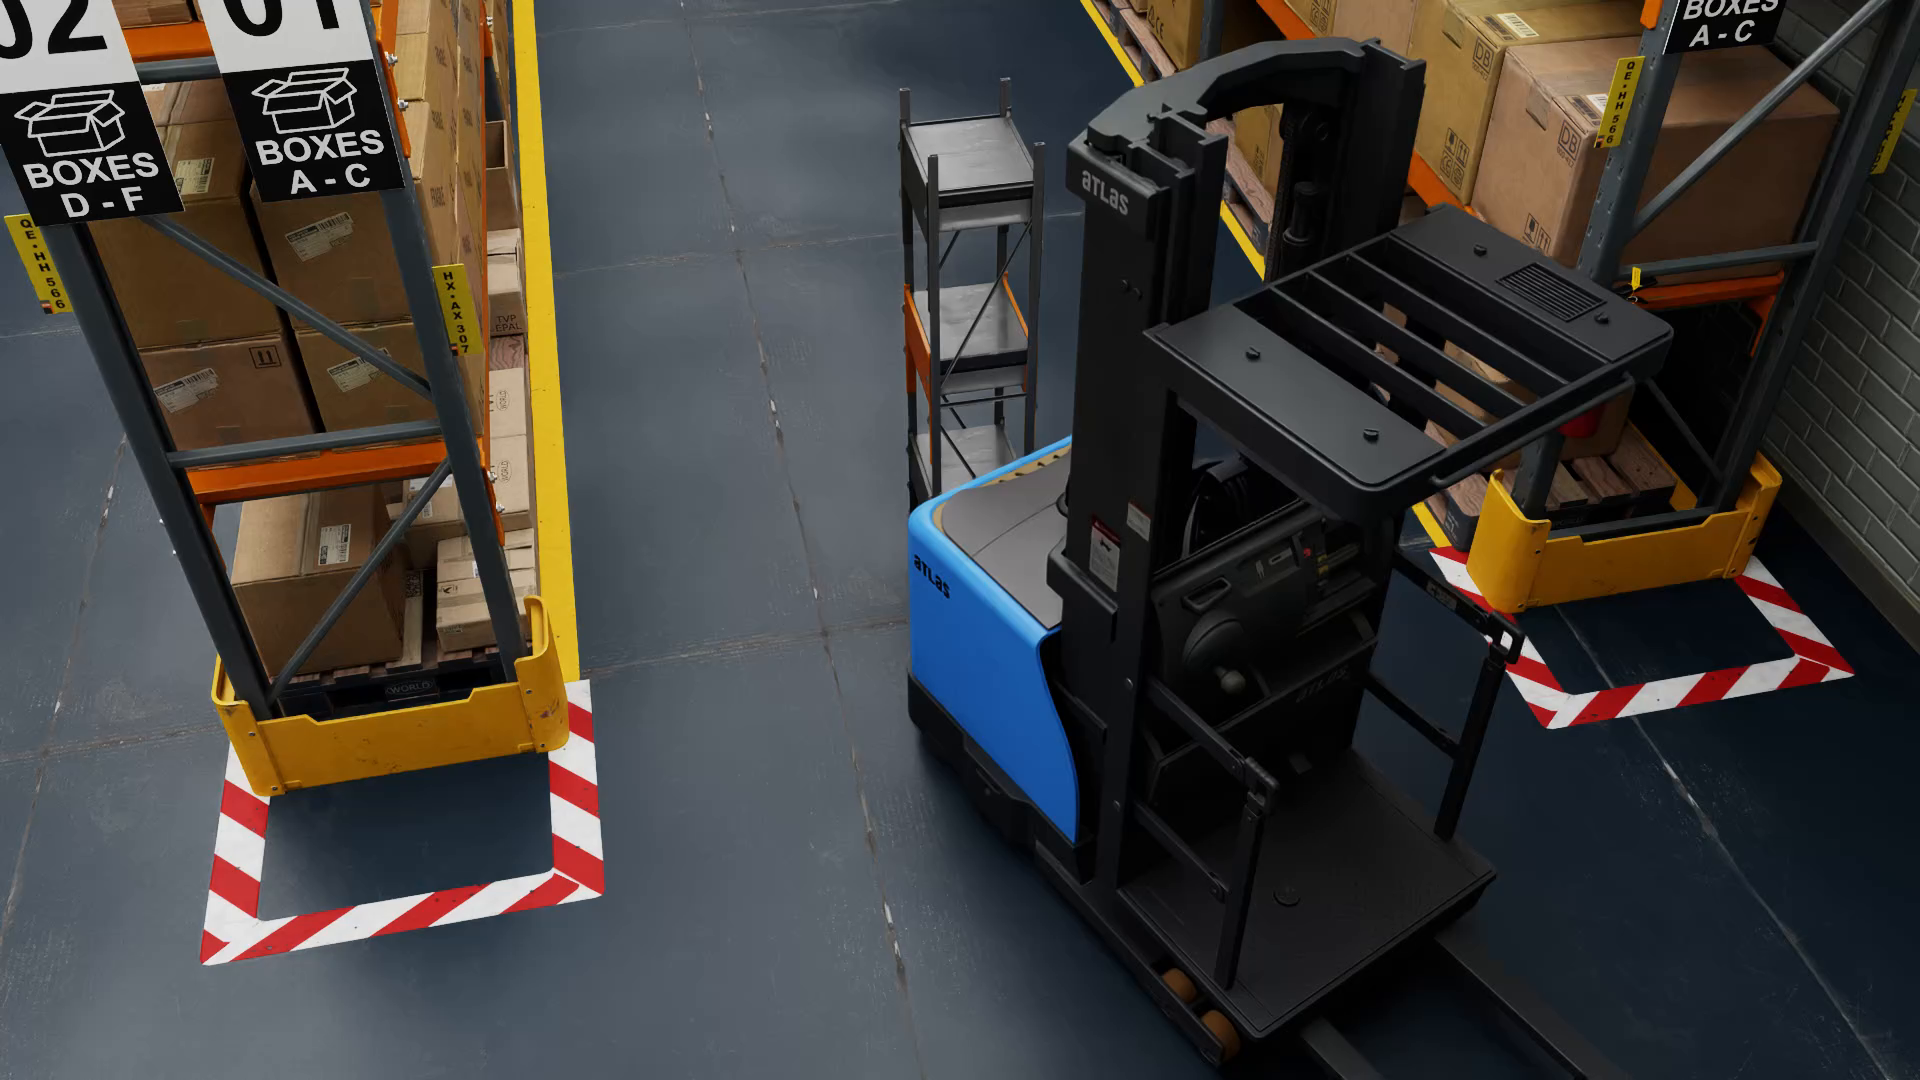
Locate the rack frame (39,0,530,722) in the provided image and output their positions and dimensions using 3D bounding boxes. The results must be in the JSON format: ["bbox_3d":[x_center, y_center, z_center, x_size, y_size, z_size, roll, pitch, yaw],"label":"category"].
[{"bbox_3d":[-2.082,-0.305,5.334,1.000,3.000,0.127,-8,42,-9],"label":"rack frame"}]

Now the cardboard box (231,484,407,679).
[{"bbox_3d":[-2.440,0.148,6.376,0.500,0.500,0.500,-8,42,-9],"label":"cardboard box"}]

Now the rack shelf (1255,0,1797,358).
[{"bbox_3d":[2.322,-2.045,7.836,1.077,0.370,4.000,-8,42,-9],"label":"rack shelf"}]

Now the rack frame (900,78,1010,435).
[{"bbox_3d":[-0.017,-0.836,6.610,0.400,2.100,0.015,-8,42,-9],"label":"rack frame"}]

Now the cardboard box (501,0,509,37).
[{"bbox_3d":[-3.147,-3.473,10.455,0.500,0.500,0.500,-10,43,-11],"label":"cardboard box"}]

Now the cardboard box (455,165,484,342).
[{"bbox_3d":[-2.037,-1.002,6.044,0.500,0.500,0.500,-9,42,-10],"label":"cardboard box"}]

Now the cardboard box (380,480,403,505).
[{"bbox_3d":[-2.616,-0.379,7.157,0.500,0.250,0.500,-8,42,-9],"label":"cardboard box"}]

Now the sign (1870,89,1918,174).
[{"bbox_3d":[3.297,-1.447,5.908,0.100,0.325,0.005,-8,42,-9],"label":"sign"}]

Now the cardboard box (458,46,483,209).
[{"bbox_3d":[-2.249,-1.652,6.776,0.500,0.500,0.500,-8,42,-9],"label":"cardboard box"}]

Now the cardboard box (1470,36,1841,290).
[{"bbox_3d":[2.634,-1.459,6.408,0.980,0.700,0.700,-7,42,-7],"label":"cardboard box"}]

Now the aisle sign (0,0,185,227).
[{"bbox_3d":[-2.366,-1.189,4.372,0.394,0.787,0.004,-8,42,-9],"label":"aisle sign"}]

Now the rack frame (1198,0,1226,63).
[{"bbox_3d":[1.891,-3.610,9.058,1.000,3.000,0.127,-8,42,-9],"label":"rack frame"}]

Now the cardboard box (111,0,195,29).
[{"bbox_3d":[-2.450,-1.666,4.721,0.500,0.250,0.500,-8,42,-9],"label":"cardboard box"}]

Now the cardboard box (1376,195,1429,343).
[{"bbox_3d":[2.288,-1.329,8.055,0.700,0.500,0.500,-10,42,-11],"label":"cardboard box"}]

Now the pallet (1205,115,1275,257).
[{"bbox_3d":[1.978,-2.063,9.416,1.003,0.211,1.213,-8,42,-9],"label":"pallet"}]

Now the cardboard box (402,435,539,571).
[{"bbox_3d":[-2.030,-0.159,6.909,0.500,0.250,0.500,-8,42,-9],"label":"cardboard box"}]

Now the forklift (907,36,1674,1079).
[{"bbox_3d":[1.065,0.214,4.802,1.130,2.935,3.031,-25,47,-26],"label":"forklift"}]

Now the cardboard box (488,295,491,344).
[{"bbox_3d":[-2.535,-0.912,7.567,0.797,0.503,0.637,-8,42,-9],"label":"cardboard box"}]

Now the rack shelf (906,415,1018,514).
[{"bbox_3d":[0.036,-0.144,6.906,0.431,0.518,0.480,-8,42,-9],"label":"rack shelf"}]

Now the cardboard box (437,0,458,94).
[{"bbox_3d":[-2.254,-2.034,6.453,0.500,0.500,0.500,-9,42,-10],"label":"cardboard box"}]

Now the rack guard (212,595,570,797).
[{"bbox_3d":[-2.098,0.580,6.220,1.175,0.500,0.348,-8,42,-9],"label":"rack guard"}]

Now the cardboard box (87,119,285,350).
[{"bbox_3d":[-2.447,-0.966,5.250,0.500,0.500,0.500,-9,42,-10],"label":"cardboard box"}]

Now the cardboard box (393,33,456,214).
[{"bbox_3d":[-2.041,-1.380,5.716,0.500,0.500,0.500,-8,42,-9],"label":"cardboard box"}]

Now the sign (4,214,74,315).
[{"bbox_3d":[-2.628,-0.790,4.770,0.100,0.325,0.005,-8,42,-9],"label":"sign"}]

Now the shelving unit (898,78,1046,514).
[{"bbox_3d":[0.036,-0.678,6.432,0.431,2.100,0.503,-8,42,-9],"label":"shelving unit"}]

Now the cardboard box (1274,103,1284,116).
[{"bbox_3d":[1.848,-2.328,8.691,0.380,0.149,0.250,-7,42,-8],"label":"cardboard box"}]

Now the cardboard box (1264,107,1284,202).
[{"bbox_3d":[2.057,-2.007,8.818,0.700,0.500,0.500,-9,42,-10],"label":"cardboard box"}]

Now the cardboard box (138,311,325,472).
[{"bbox_3d":[-2.445,-0.594,5.584,0.500,0.500,0.500,-7,42,-8],"label":"cardboard box"}]

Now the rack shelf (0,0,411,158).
[{"bbox_3d":[-2.514,-2.455,6.038,1.077,0.370,4.000,-8,42,-9],"label":"rack shelf"}]

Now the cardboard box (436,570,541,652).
[{"bbox_3d":[-1.837,0.276,6.496,0.380,0.149,0.250,-8,42,-9],"label":"cardboard box"}]

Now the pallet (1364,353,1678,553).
[{"bbox_3d":[2.505,-0.482,7.634,1.003,0.211,1.213,-8,42,-9],"label":"pallet"}]

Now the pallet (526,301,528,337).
[{"bbox_3d":[-2.798,-1.410,8.680,1.003,0.211,1.213,-8,42,-9],"label":"pallet"}]

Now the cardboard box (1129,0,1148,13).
[{"bbox_3d":[1.429,-3.942,10.734,0.750,0.750,0.750,-7,42,-8],"label":"cardboard box"}]

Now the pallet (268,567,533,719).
[{"bbox_3d":[-2.271,0.172,6.898,1.003,0.211,1.213,-8,42,-9],"label":"pallet"}]

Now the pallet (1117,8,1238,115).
[{"bbox_3d":[1.651,-3.057,10.535,1.003,0.211,1.213,-8,42,-9],"label":"pallet"}]

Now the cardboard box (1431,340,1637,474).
[{"bbox_3d":[2.505,-0.679,7.322,0.700,0.500,0.500,-8,42,-9],"label":"cardboard box"}]

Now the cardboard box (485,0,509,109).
[{"bbox_3d":[-2.938,-2.821,9.719,0.500,0.500,0.500,-8,42,-9],"label":"cardboard box"}]

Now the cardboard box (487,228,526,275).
[{"bbox_3d":[-2.406,-1.433,8.421,0.380,0.149,0.250,-8,42,-9],"label":"cardboard box"}]

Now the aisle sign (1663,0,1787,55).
[{"bbox_3d":[2.477,-1.900,5.173,0.394,0.787,0.004,-8,42,-9],"label":"aisle sign"}]

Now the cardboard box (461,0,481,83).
[{"bbox_3d":[-2.474,-2.314,7.522,0.500,0.500,0.500,-7,42,-8],"label":"cardboard box"}]

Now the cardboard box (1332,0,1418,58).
[{"bbox_3d":[2.311,-2.424,7.496,0.980,0.700,0.700,-10,43,-11],"label":"cardboard box"}]

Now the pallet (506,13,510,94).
[{"bbox_3d":[-3.425,-3.170,10.662,1.003,0.211,1.213,-8,42,-9],"label":"pallet"}]
